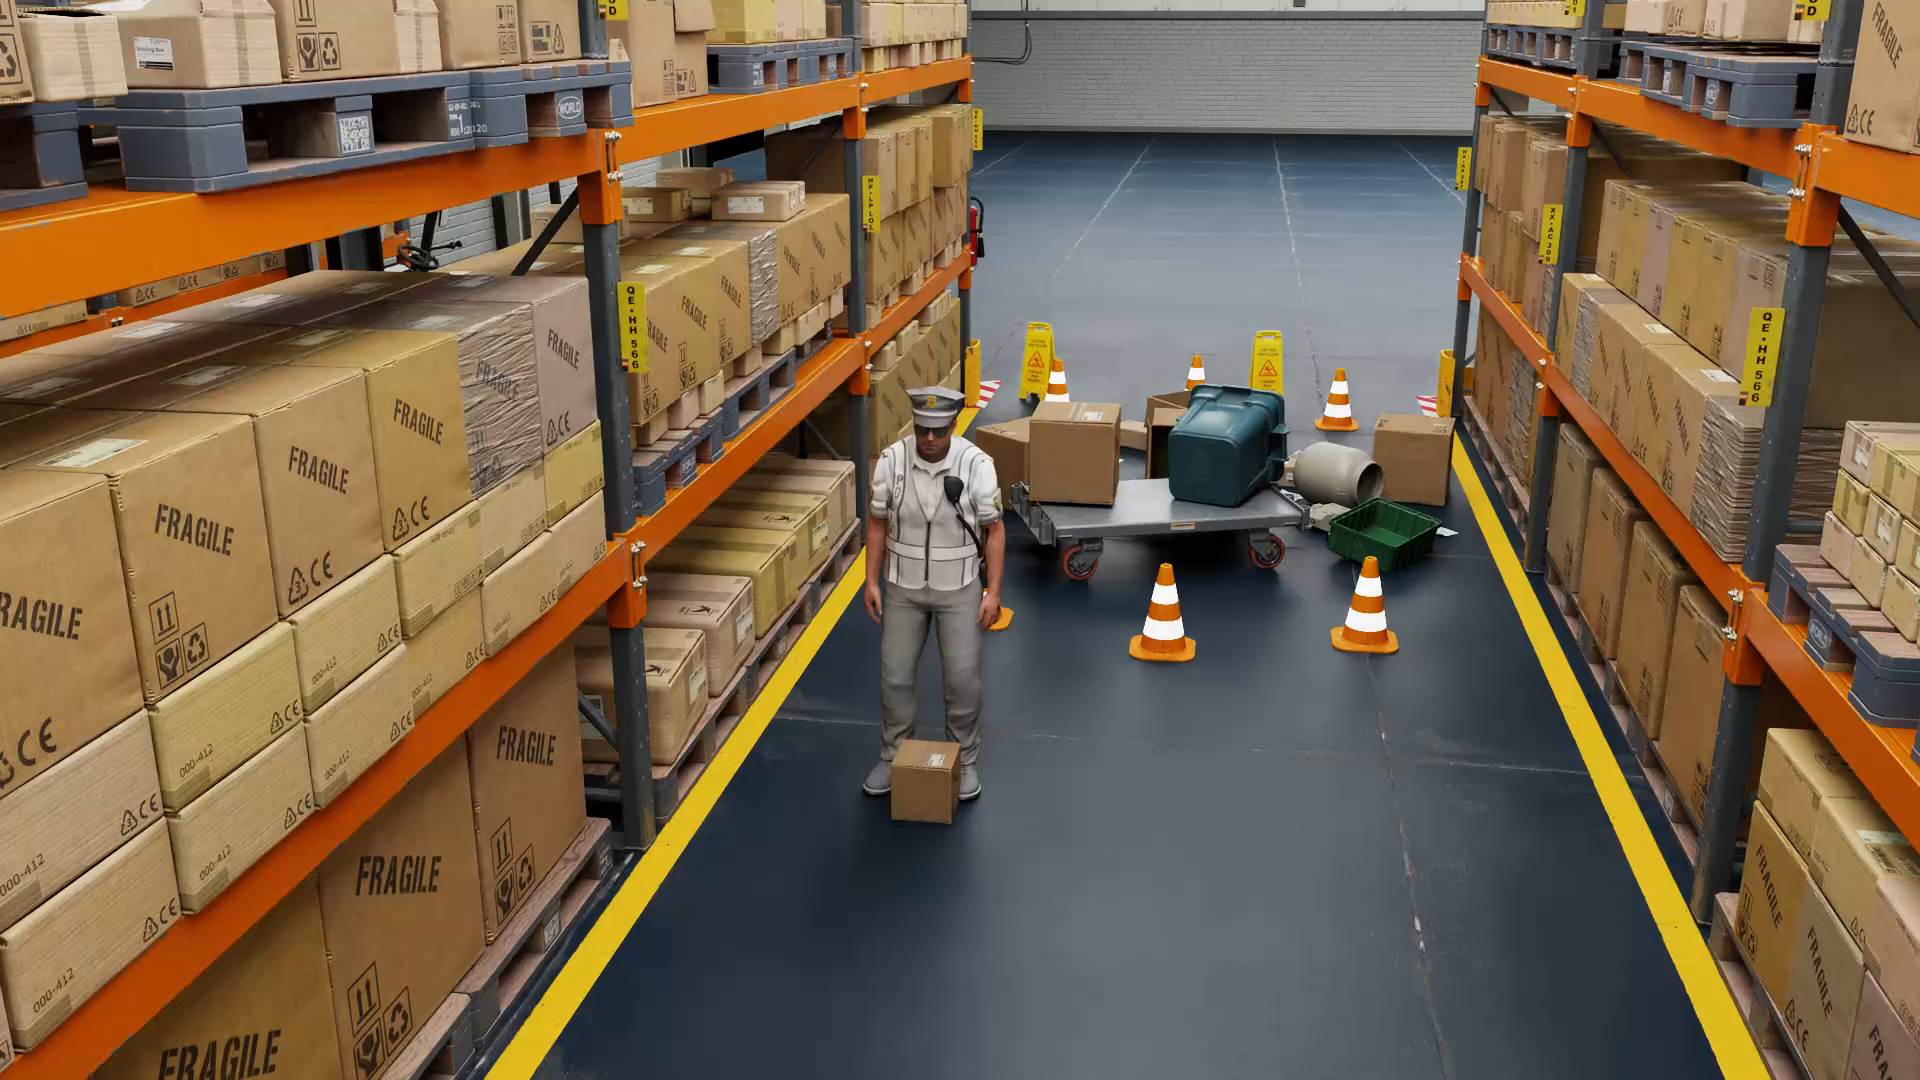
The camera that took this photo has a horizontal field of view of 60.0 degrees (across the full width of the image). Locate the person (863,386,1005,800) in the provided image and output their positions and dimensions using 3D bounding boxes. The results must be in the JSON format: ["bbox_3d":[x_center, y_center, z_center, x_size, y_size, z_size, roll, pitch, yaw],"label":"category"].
[{"bbox_3d":[-0.108,0.202,6.914,0.586,1.745,0.439,3,18,9],"label":"person"}]
